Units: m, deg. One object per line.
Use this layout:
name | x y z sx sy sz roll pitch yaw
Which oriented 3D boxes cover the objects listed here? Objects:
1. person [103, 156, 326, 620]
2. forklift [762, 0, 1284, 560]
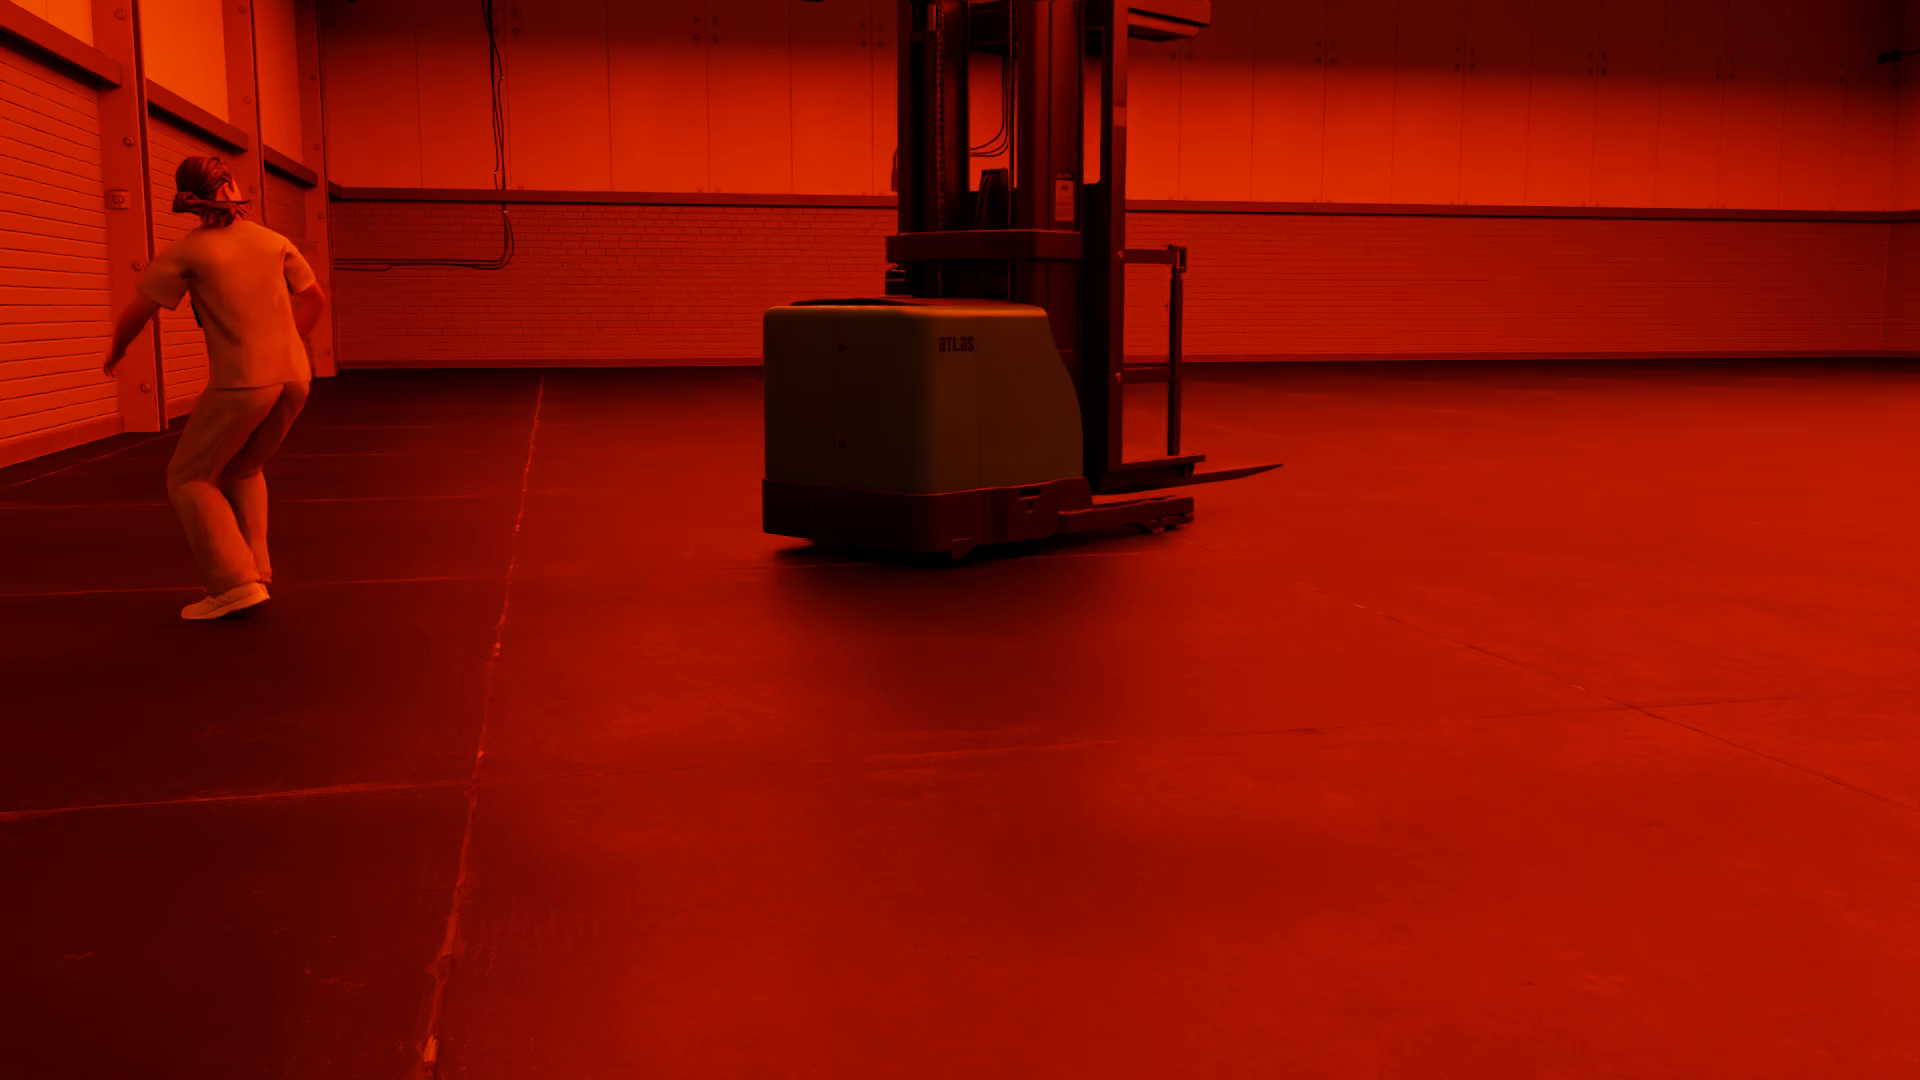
person | -2.625 -0.537 5.887 0.622 1.600 0.682 5 9 31
forklift | 0.491 -1.523 8.012 1.130 2.935 3.031 7 11 43
